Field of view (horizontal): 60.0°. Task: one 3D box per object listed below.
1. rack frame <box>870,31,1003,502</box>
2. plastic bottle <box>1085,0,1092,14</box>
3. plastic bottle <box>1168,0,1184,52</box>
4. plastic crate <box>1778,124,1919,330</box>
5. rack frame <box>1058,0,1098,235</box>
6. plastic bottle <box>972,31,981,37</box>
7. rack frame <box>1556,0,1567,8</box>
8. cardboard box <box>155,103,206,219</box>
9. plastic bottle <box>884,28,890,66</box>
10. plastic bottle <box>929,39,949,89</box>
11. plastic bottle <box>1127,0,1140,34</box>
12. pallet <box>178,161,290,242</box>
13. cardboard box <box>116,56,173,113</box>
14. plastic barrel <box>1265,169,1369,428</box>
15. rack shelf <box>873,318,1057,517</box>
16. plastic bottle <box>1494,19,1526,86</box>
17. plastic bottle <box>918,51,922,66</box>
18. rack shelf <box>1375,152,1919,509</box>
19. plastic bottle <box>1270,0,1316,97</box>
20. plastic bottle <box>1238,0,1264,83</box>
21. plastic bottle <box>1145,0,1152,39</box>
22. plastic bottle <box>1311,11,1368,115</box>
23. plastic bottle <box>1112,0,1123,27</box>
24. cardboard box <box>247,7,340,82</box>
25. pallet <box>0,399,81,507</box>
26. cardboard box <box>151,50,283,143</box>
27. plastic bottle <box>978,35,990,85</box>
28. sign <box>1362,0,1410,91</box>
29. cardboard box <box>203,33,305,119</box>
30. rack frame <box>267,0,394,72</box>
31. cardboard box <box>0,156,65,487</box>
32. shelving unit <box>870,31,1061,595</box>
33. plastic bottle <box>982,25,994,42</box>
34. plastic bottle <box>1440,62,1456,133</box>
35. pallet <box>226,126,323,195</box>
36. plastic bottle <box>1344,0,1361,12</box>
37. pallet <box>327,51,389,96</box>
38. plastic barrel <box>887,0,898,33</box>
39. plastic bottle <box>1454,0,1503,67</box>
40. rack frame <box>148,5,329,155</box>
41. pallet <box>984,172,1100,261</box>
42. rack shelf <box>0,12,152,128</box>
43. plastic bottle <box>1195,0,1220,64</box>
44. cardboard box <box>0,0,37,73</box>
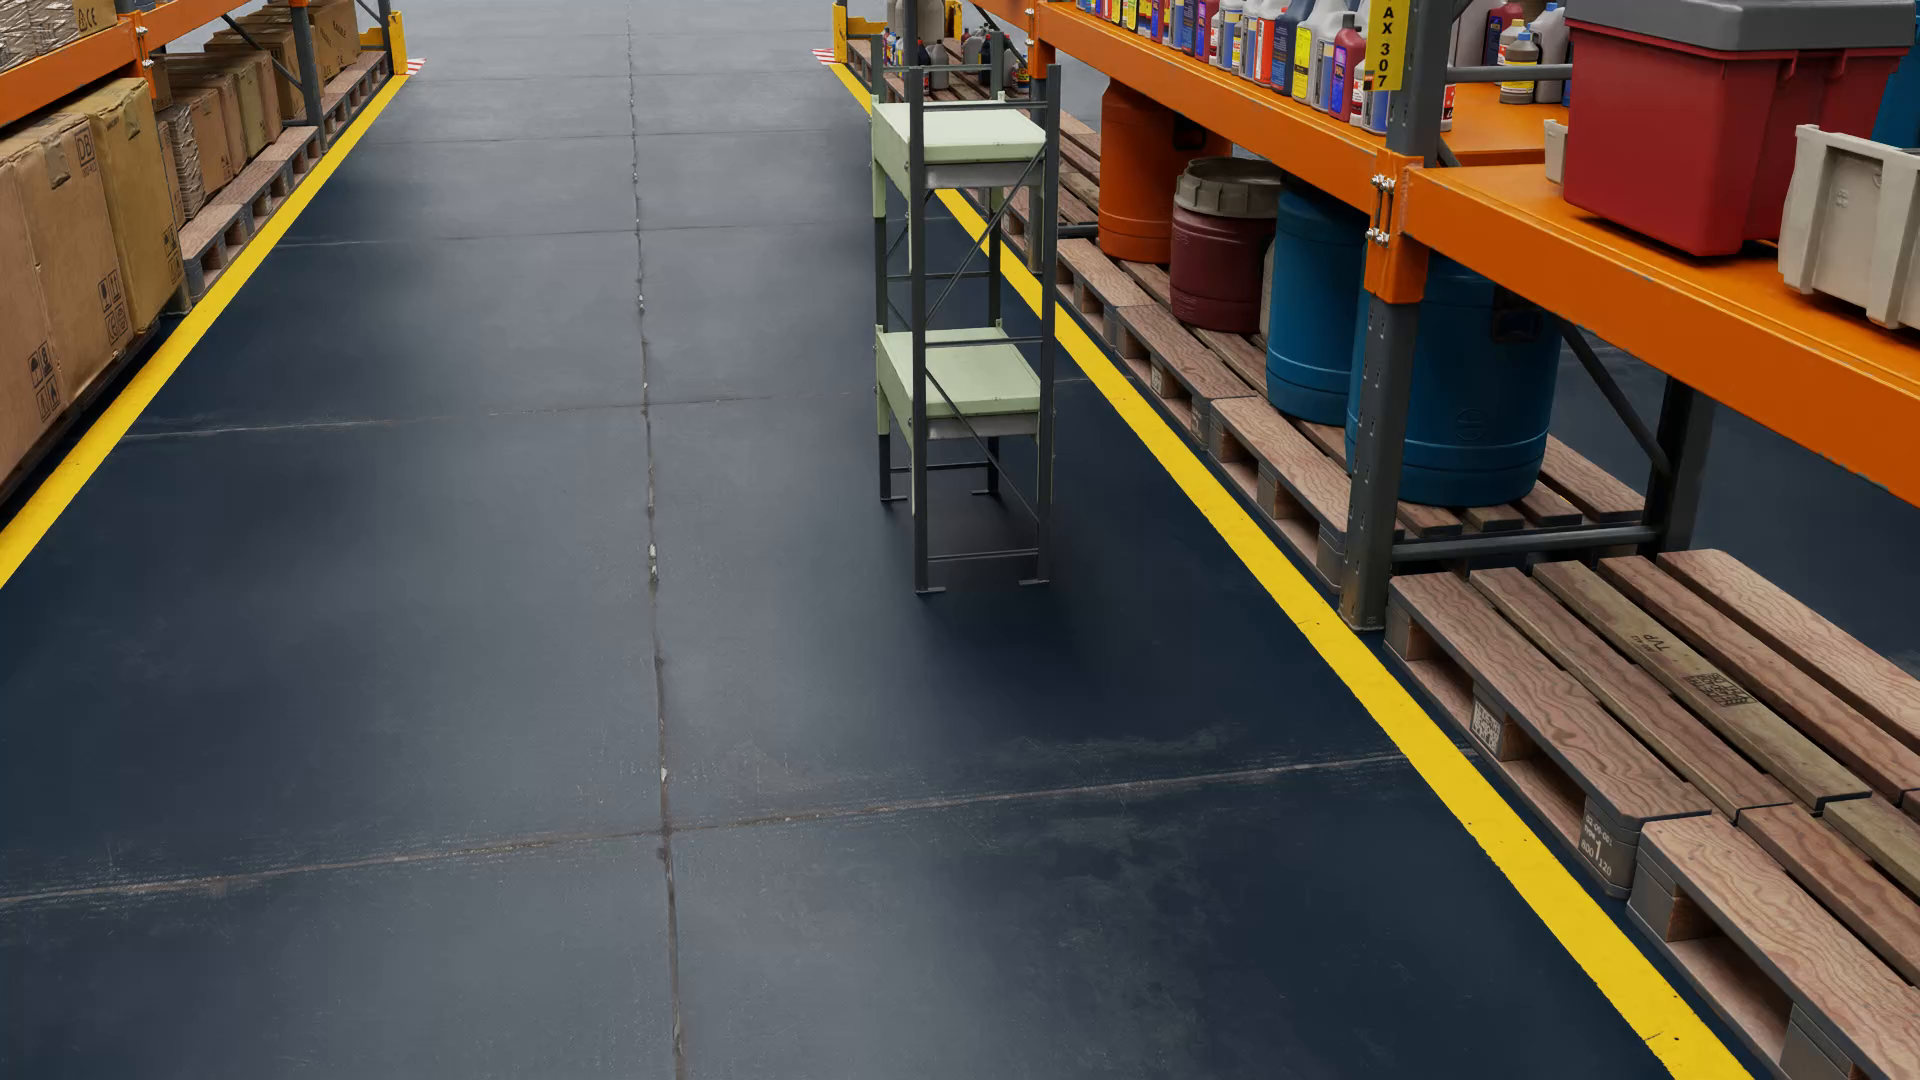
[{"bbox_3d":[-0.069,-0.834,5.285,0.400,1.500,0.023,-4,24,-10],"label":"rack frame"},{"bbox_3d":[0.598,-2.444,7.259,0.097,0.271,0.097,0,24,0],"label":"plastic bottle"},{"bbox_3d":[0.860,-1.948,6.118,0.152,0.276,0.135,-4,24,-10],"label":"plastic bottle"},{"bbox_3d":[1.682,-0.530,2.789,0.437,0.282,0.530,-4,24,-10],"label":"plastic crate"},{"bbox_3d":[0.838,-2.744,7.786,0.949,2.616,0.053,-4,24,-10],"label":"rack frame"},{"bbox_3d":[0.178,-3.999,13.512,0.152,0.276,0.135,-5,24,-11],"label":"plastic bottle"},{"bbox_3d":[4.970,-4.683,12.225,1.000,3.000,0.127,-4,24,-10],"label":"rack frame"},{"bbox_3d":[-4.285,-1.913,8.457,0.700,0.500,0.500,-6,24,-14],"label":"cardboard box"},{"bbox_3d":[-0.585,-4.022,13.554,0.061,0.283,0.133,-4,24,-9],"label":"plastic bottle"},{"bbox_3d":[-0.159,-3.548,12.387,0.144,0.351,0.185,-4,24,-10],"label":"plastic bottle"},{"bbox_3d":[0.712,-2.168,6.612,0.061,0.283,0.133,-4,24,-10],"label":"plastic bottle"},{"bbox_3d":[-4.391,-1.887,9.306,1.003,0.211,1.213,-4,24,-10],"label":"pallet"},{"bbox_3d":[-4.288,-2.247,8.284,0.500,0.250,0.500,-2,24,-4],"label":"cardboard box"},{"bbox_3d":[1.366,-0.896,5.651,0.600,0.901,0.708,-4,24,-10],"label":"plastic barrel"},{"bbox_3d":[-0.001,-0.391,5.086,0.431,0.370,0.720,-4,24,-10],"label":"rack shelf"},{"bbox_3d":[1.772,-1.559,5.319,0.097,0.201,0.097,0,24,0],"label":"plastic bottle"},{"bbox_3d":[-0.311,-3.440,12.222,0.061,0.283,0.133,-3,24,-7],"label":"plastic bottle"},{"bbox_3d":[1.951,-0.055,2.527,1.077,0.370,4.000,-4,24,-10],"label":"rack shelf"},{"bbox_3d":[1.055,-1.559,5.133,0.144,0.351,0.185,-4,24,-10],"label":"plastic bottle"},{"bbox_3d":[1.005,-1.641,5.413,0.152,0.276,0.135,-4,24,-10],"label":"plastic bottle"},{"bbox_3d":[0.769,-2.080,6.426,0.097,0.271,0.097,0,24,0],"label":"plastic bottle"},{"bbox_3d":[1.123,-1.389,4.838,0.152,0.276,0.135,-4,24,-10],"label":"plastic bottle"},{"bbox_3d":[0.669,-2.259,6.820,0.061,0.283,0.133,-4,24,-10],"label":"plastic bottle"},{"bbox_3d":[-5.165,-3.845,12.903,0.500,0.500,0.500,-2,24,-5],"label":"cardboard box"},{"bbox_3d":[-3.732,-0.306,5.686,1.003,0.211,1.213,-4,24,-10],"label":"pallet"},{"bbox_3d":[-4.673,-2.764,10.405,0.700,0.500,0.500,-6,24,-14],"label":"cardboard box"},{"bbox_3d":[0.219,-3.643,12.604,0.144,0.351,0.185,-4,24,-10],"label":"plastic bottle"},{"bbox_3d":[1.040,-1.258,4.037,0.100,0.325,0.005,-4,24,-10],"label":"sign"},{"bbox_3d":[-7.571,-4.042,11.931,5.628,1.640,3.313,-4,24,-10],"label":"cardboard box"},{"bbox_3d":[-5.506,-5.525,14.152,1.000,3.000,0.127,-4,24,-10],"label":"rack frame"},{"bbox_3d":[-3.591,-0.625,5.064,1.225,0.875,0.875,-5,24,-12],"label":"cardboard box"},{"bbox_3d":[-0.001,-0.690,4.956,0.431,1.500,0.755,-4,24,-10],"label":"shelving unit"},{"bbox_3d":[0.247,-3.895,13.181,0.144,0.351,0.185,-4,24,-10],"label":"plastic bottle"},{"bbox_3d":[1.310,-1.228,4.562,0.097,0.201,0.097,0,24,0],"label":"plastic bottle"},{"bbox_3d":[-4.620,-2.367,10.407,1.003,0.211,1.213,-4,24,-10],"label":"pallet"},{"bbox_3d":[1.197,-1.569,5.157,0.144,0.351,0.185,-4,24,-10],"label":"plastic bottle"},{"bbox_3d":[-5.376,-3.895,13.904,1.003,0.211,1.213,-4,24,-10],"label":"pallet"},{"bbox_3d":[-0.441,-4.690,14.825,0.421,0.512,0.421,0,24,0],"label":"plastic barrel"},{"bbox_3d":[1.699,-1.689,5.524,0.152,0.276,0.135,-4,24,-10],"label":"plastic bottle"},{"bbox_3d":[-4.766,-3.951,10.550,1.000,3.000,0.127,-4,24,-10],"label":"rack frame"},{"bbox_3d":[0.736,-1.774,9.049,1.003,0.211,1.213,-4,24,-10],"label":"pallet"},{"bbox_3d":[-3.656,-1.262,5.290,1.077,0.370,4.000,-4,24,-10],"label":"rack shelf"},{"bbox_3d":[0.874,-1.823,5.821,0.061,0.283,0.133,-4,24,-10],"label":"plastic bottle"},{"bbox_3d":[-3.506,-1.848,5.608,0.500,0.500,0.500,-5,24,-11],"label":"cardboard box"}]
